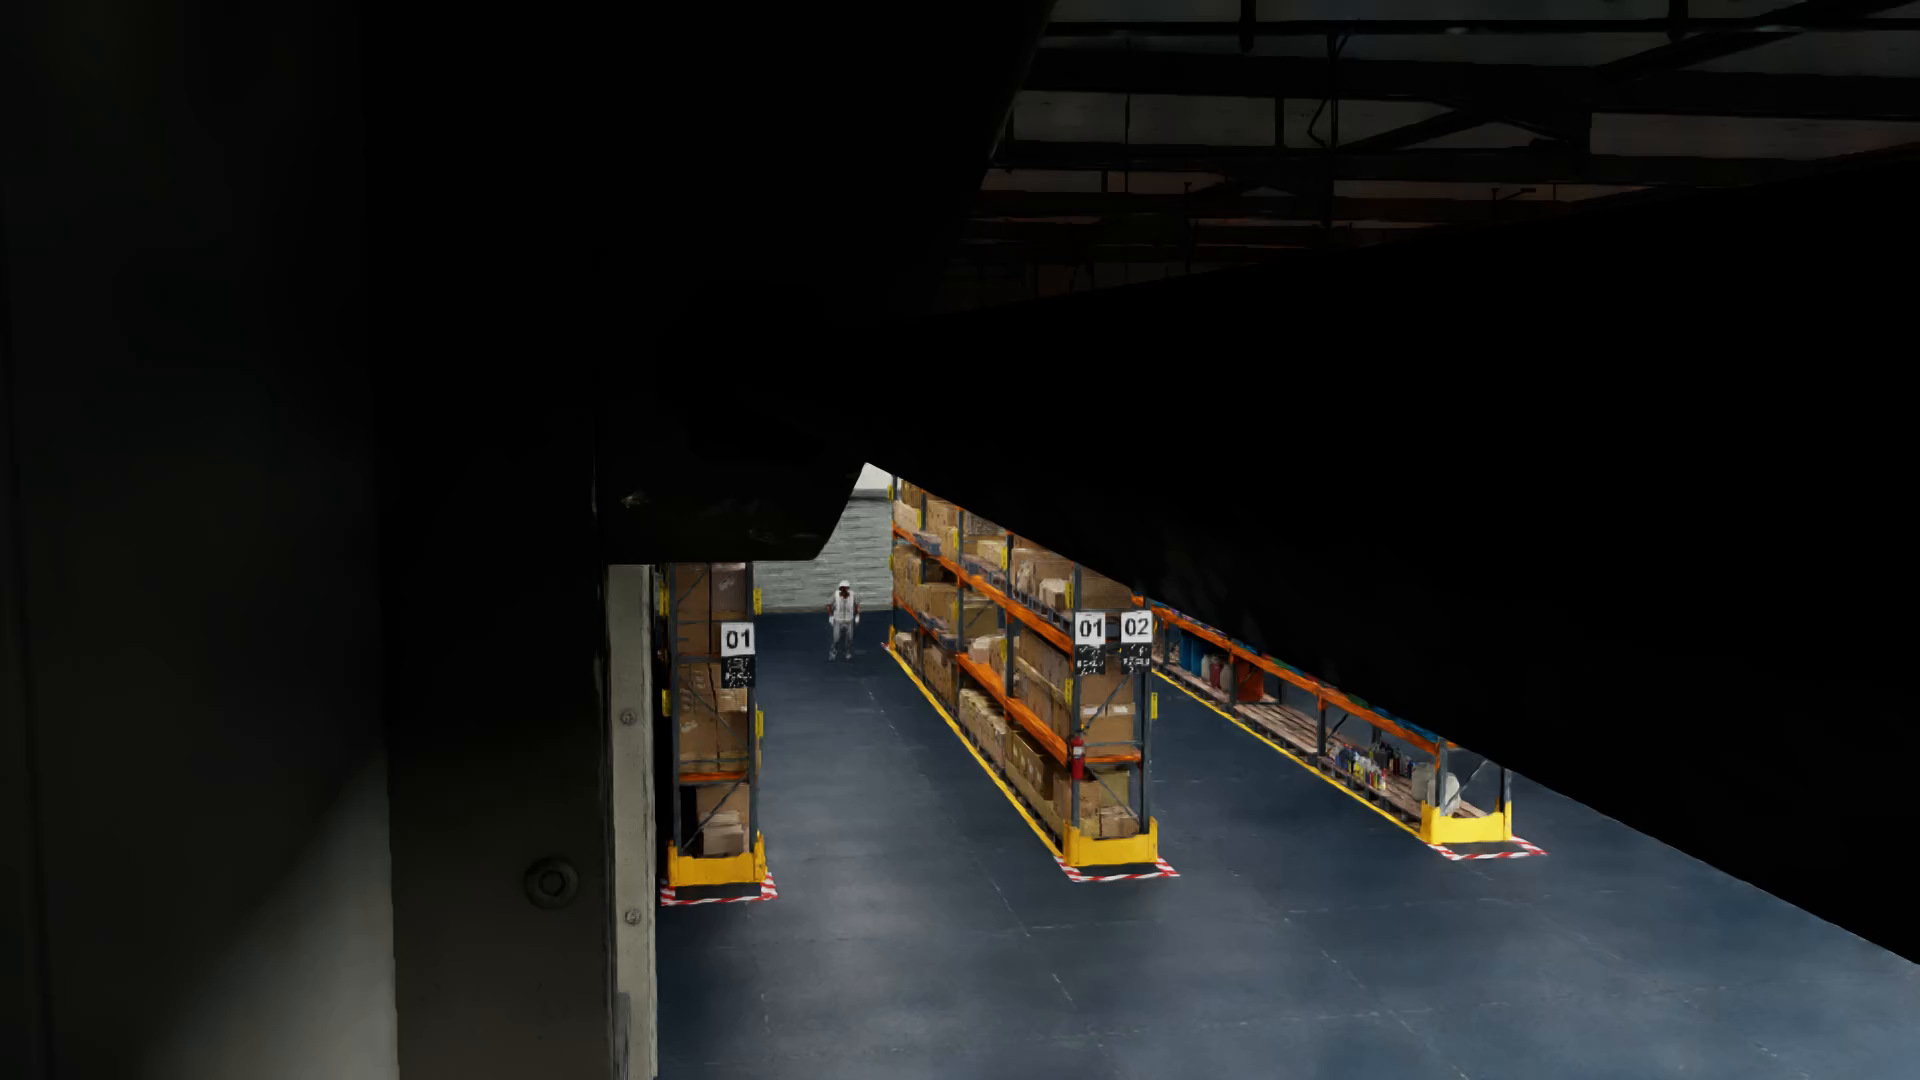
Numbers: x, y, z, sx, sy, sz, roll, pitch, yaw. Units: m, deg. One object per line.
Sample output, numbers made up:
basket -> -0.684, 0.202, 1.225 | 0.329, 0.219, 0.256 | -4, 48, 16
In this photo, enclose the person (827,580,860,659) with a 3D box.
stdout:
person -> -2.463, 1.682, 35.122 | 0.702, 1.735, 0.549 | -1, 6, -12
